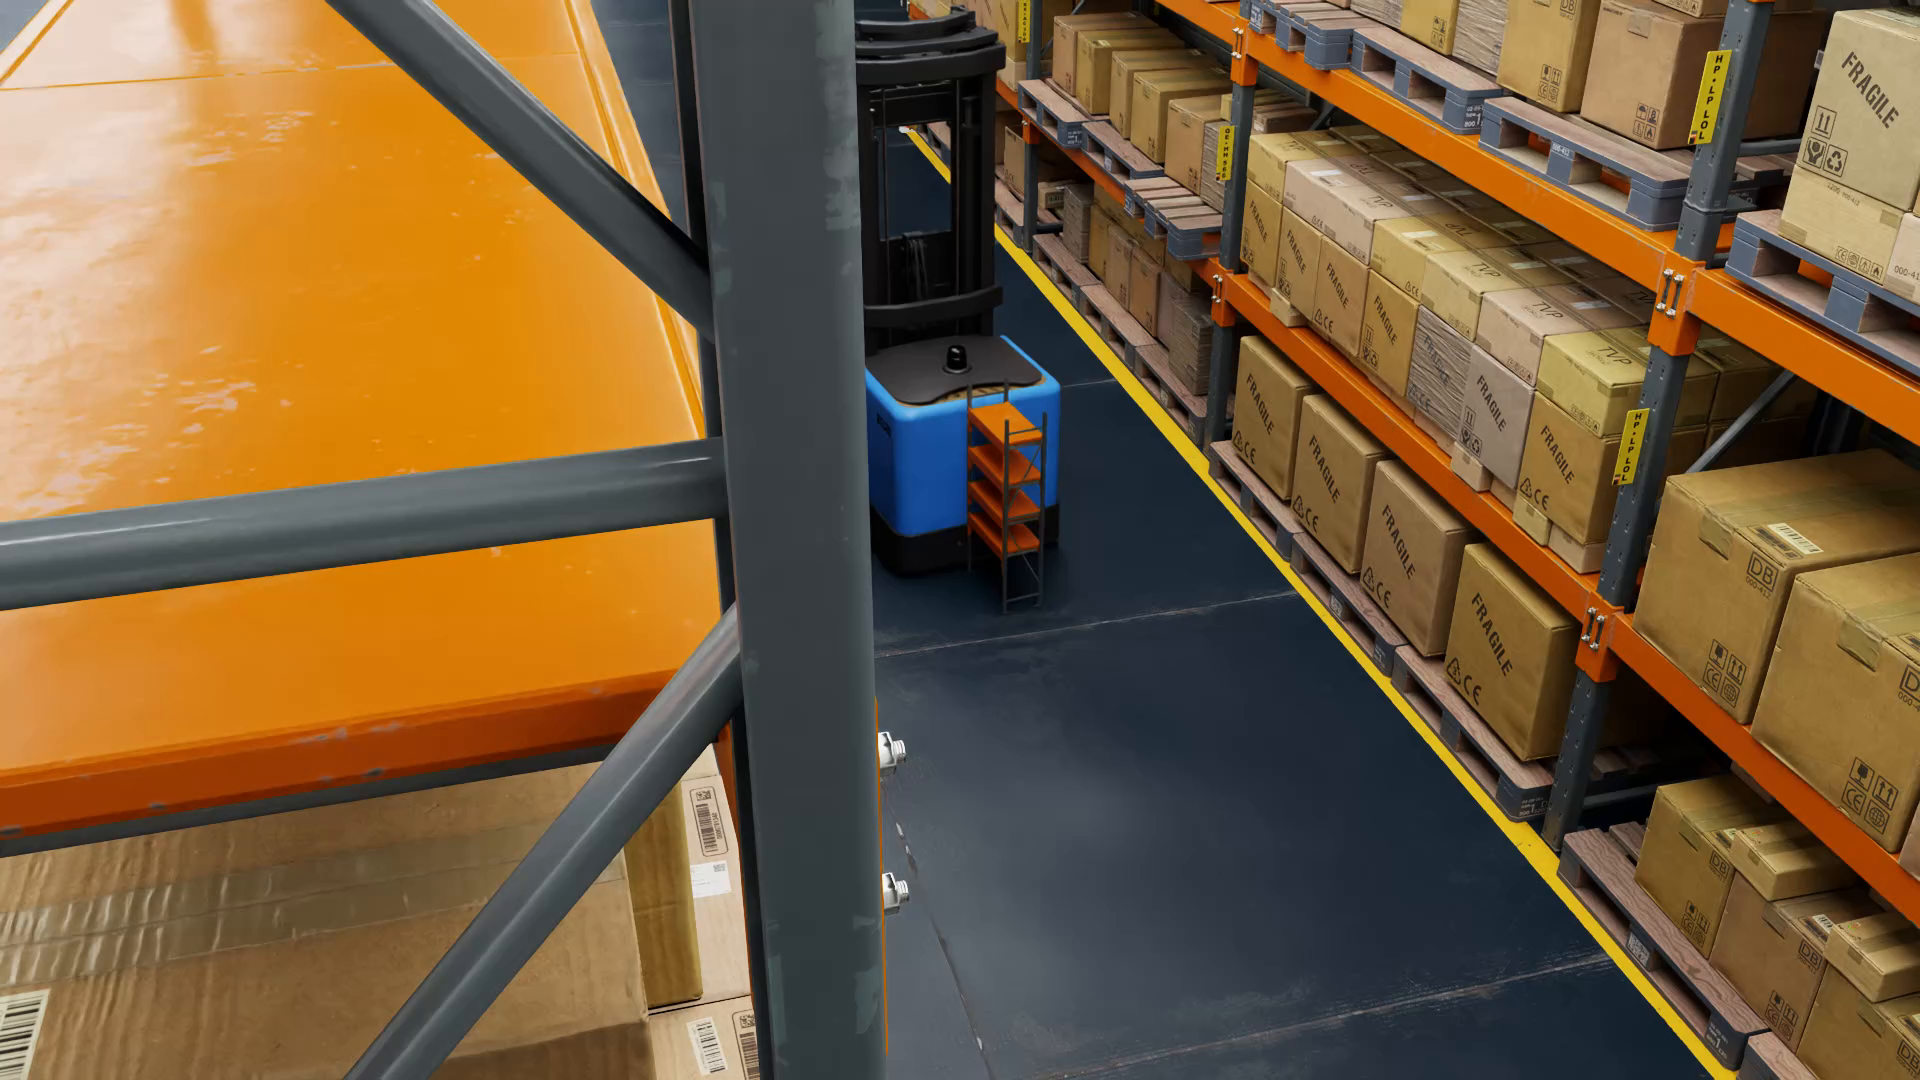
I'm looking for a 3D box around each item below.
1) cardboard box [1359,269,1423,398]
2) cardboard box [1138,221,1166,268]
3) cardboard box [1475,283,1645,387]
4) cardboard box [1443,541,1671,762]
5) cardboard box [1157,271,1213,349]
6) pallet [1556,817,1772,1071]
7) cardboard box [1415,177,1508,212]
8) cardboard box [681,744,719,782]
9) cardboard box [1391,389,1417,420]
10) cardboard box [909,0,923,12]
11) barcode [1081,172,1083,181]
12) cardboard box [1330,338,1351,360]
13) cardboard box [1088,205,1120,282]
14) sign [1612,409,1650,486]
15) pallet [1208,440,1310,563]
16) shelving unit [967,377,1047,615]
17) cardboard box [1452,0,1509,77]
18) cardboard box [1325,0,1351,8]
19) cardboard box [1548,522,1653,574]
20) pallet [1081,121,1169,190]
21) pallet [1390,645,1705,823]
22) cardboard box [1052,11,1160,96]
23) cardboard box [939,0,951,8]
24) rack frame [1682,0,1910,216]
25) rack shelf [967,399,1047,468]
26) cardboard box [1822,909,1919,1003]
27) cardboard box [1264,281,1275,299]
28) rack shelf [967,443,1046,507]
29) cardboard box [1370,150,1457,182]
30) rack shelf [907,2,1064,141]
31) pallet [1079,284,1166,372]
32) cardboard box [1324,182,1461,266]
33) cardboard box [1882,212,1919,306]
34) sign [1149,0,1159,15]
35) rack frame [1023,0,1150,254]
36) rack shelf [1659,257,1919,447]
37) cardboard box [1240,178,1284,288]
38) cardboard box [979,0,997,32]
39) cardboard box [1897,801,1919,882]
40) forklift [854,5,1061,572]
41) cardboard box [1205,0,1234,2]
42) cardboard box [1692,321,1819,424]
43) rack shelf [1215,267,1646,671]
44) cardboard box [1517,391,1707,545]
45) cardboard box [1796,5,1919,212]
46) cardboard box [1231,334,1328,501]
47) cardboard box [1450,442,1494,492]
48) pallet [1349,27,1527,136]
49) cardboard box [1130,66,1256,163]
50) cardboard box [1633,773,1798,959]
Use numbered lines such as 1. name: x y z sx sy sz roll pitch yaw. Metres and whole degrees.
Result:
1. cardboard box: 2.387 -1.073 8.425 0.500 0.500 0.500 -7 31 -12
2. cardboard box: 1.625 -2.211 12.114 0.500 0.250 0.500 -8 31 -14
3. cardboard box: 2.663 -0.919 7.409 0.500 0.250 0.500 -7 31 -12
4. cardboard box: 2.862 0.478 7.888 0.750 0.750 0.750 -7 31 -13
5. cardboard box: 1.833 -1.619 11.841 0.700 0.500 0.500 -8 31 -13
6. pallet: 3.287 1.611 6.988 1.003 0.211 1.213 -8 31 -13
7. cardboard box: 2.736 -1.728 8.806 0.500 0.250 0.500 -9 31 -15
8. cardboard box: -0.703 0.403 2.947 0.500 0.250 0.500 -8 31 -13
9. cardboard box: 2.443 -0.749 8.511 0.380 0.149 0.250 -7 31 -12
10. cardboard box: -0.201 -5.435 16.507 0.500 0.250 0.500 -9 31 -15
11. barcode: 1.101 -3.276 14.981 0.001 0.075 0.075 -8 31 -13
12. cardboard box: 2.273 -1.124 9.160 0.380 0.149 0.250 -7 31 -12
13. cardboard box: 1.434 -2.350 13.103 0.700 0.500 0.500 -8 31 -14
14. sign: 2.640 -0.364 6.539 0.100 0.325 0.005 -8 31 -13
15. pallet: 2.235 -0.308 10.303 1.003 0.211 1.213 -8 31 -13
16. shelving unit: 0.250 -0.240 9.198 0.258 1.200 0.503 -12 32 -20
17. cardboard box: 2.751 -2.456 7.697 0.700 0.500 0.500 -8 31 -13
18. cardboard box: 2.280 -3.216 9.009 0.700 0.500 0.500 -10 32 -17
19. cardboard box: 2.798 0.001 7.217 0.380 0.149 0.250 -8 31 -13
20. pallet: 1.534 -2.773 11.970 1.003 0.211 1.213 -8 31 -13
21. pallet: 2.883 0.870 8.267 1.003 0.211 1.213 -8 31 -13
22. cardboard box: 1.139 -3.821 13.049 0.700 0.500 0.500 -8 31 -13
23. cardboard box: 0.065 -5.277 15.485 0.500 0.500 0.500 -9 31 -15
24. rack frame: 3.160 -2.570 5.439 1.000 3.000 0.127 -8 31 -13
25. rack shelf: 0.250 -0.580 9.001 0.258 0.148 0.480 -12 32 -20
26. cardboard box: 3.314 1.462 5.889 0.380 0.149 0.250 -9 31 -15
27. cardboard box: 2.021 -1.493 9.797 0.380 0.149 0.250 -7 31 -13
28. rack shelf: 0.250 -0.375 9.119 0.258 0.148 0.480 -12 32 -20
29. cardboard box: 2.603 -1.976 9.235 0.500 0.250 0.500 -9 31 -15
30. rack shelf: 0.506 -4.492 15.466 1.077 0.370 4.000 -8 31 -13
31. pallet: 1.572 -1.665 12.646 1.003 0.211 1.213 -8 31 -13
32. cardboard box: 2.250 -1.657 8.684 0.500 0.250 0.500 -8 31 -13
33. cardboard box: 3.211 -0.815 5.032 0.500 0.250 0.500 -9 31 -14
34. sign: 1.571 -4.414 13.458 0.100 0.325 0.005 -8 31 -13
35. rack frame: 1.037 -3.838 13.617 1.000 3.000 0.127 -8 31 -13
36. rack shelf: 3.691 0.005 4.702 1.077 0.370 4.000 -8 31 -13
37. cardboard box: 1.981 -1.818 9.711 0.500 0.500 0.500 -7 31 -12
38. cardboard box: 0.475 -4.534 14.200 0.500 0.500 0.500 -8 31 -14
39. cardboard box: 3.680 0.864 5.195 0.980 0.700 0.700 -9 31 -16
40. forklift: -0.458 -1.804 10.172 1.130 2.935 3.031 -12 32 -20
41. cardboard box: 1.647 -3.486 10.084 0.500 0.311 0.500 -8 31 -13
42. cardboard box: 3.289 -0.736 7.093 0.500 0.250 0.500 -7 31 -12
43. rack shelf: 2.629 -0.629 8.791 1.077 0.370 4.000 -8 31 -13
44. cardboard box: 2.795 -0.344 7.164 0.500 0.500 0.500 -8 31 -14
45. cardboard box: 3.079 -1.375 5.250 0.500 0.500 0.500 -8 31 -14
46. cardboard box: 2.167 -0.785 10.069 0.750 0.750 0.750 -8 31 -14
47. cardboard box: 2.556 -0.369 7.855 0.380 0.149 0.250 -8 31 -13
48. pallet: 2.620 -2.279 8.118 1.003 0.211 1.213 -6 31 -11
49. cardboard box: 1.612 -2.964 11.569 0.700 0.500 0.500 -8 31 -13
50. cardboard box: 3.260 1.301 6.815 0.700 0.500 0.500 -7 31 -13
